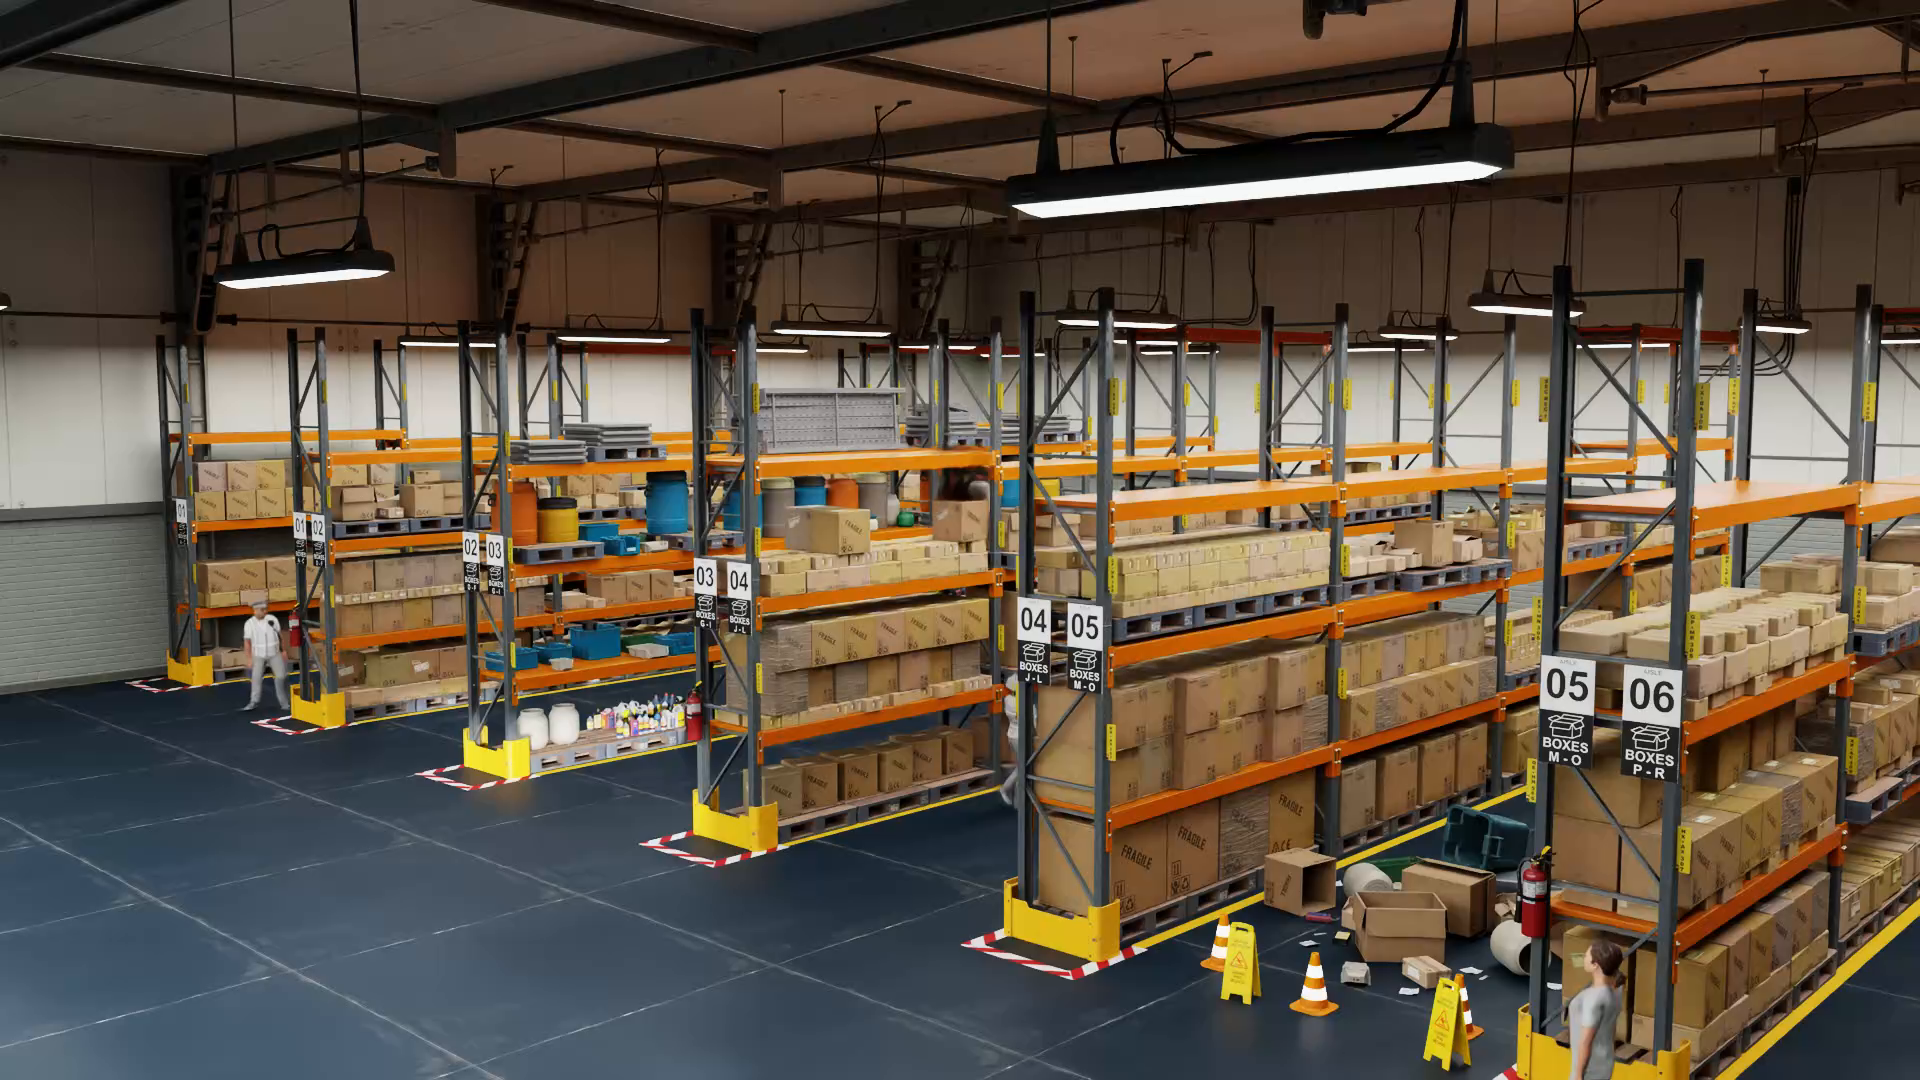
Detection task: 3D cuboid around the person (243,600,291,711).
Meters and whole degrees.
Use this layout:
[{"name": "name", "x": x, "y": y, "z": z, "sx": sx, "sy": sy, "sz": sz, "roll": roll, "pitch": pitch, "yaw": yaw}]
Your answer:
[{"name": "person", "x": -10.996, "y": 1.838, "z": 26.353, "sx": 0.696, "sy": 1.814, "sz": 0.523, "roll": -3, "pitch": 6, "yaw": -26}]

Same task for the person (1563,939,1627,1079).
[{"name": "person", "x": 4.043, "y": 3.345, "z": 10.523, "sx": 0.677, "sy": 1.656, "sz": 0.445, "roll": 2, "pitch": 6, "yaw": 23}]

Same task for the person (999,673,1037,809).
[{"name": "person", "x": 0.747, "y": 2.427, "z": 20.109, "sx": 0.464, "sy": 1.680, "sz": 0.469, "roll": -1, "pitch": 6, "yaw": -15}]
